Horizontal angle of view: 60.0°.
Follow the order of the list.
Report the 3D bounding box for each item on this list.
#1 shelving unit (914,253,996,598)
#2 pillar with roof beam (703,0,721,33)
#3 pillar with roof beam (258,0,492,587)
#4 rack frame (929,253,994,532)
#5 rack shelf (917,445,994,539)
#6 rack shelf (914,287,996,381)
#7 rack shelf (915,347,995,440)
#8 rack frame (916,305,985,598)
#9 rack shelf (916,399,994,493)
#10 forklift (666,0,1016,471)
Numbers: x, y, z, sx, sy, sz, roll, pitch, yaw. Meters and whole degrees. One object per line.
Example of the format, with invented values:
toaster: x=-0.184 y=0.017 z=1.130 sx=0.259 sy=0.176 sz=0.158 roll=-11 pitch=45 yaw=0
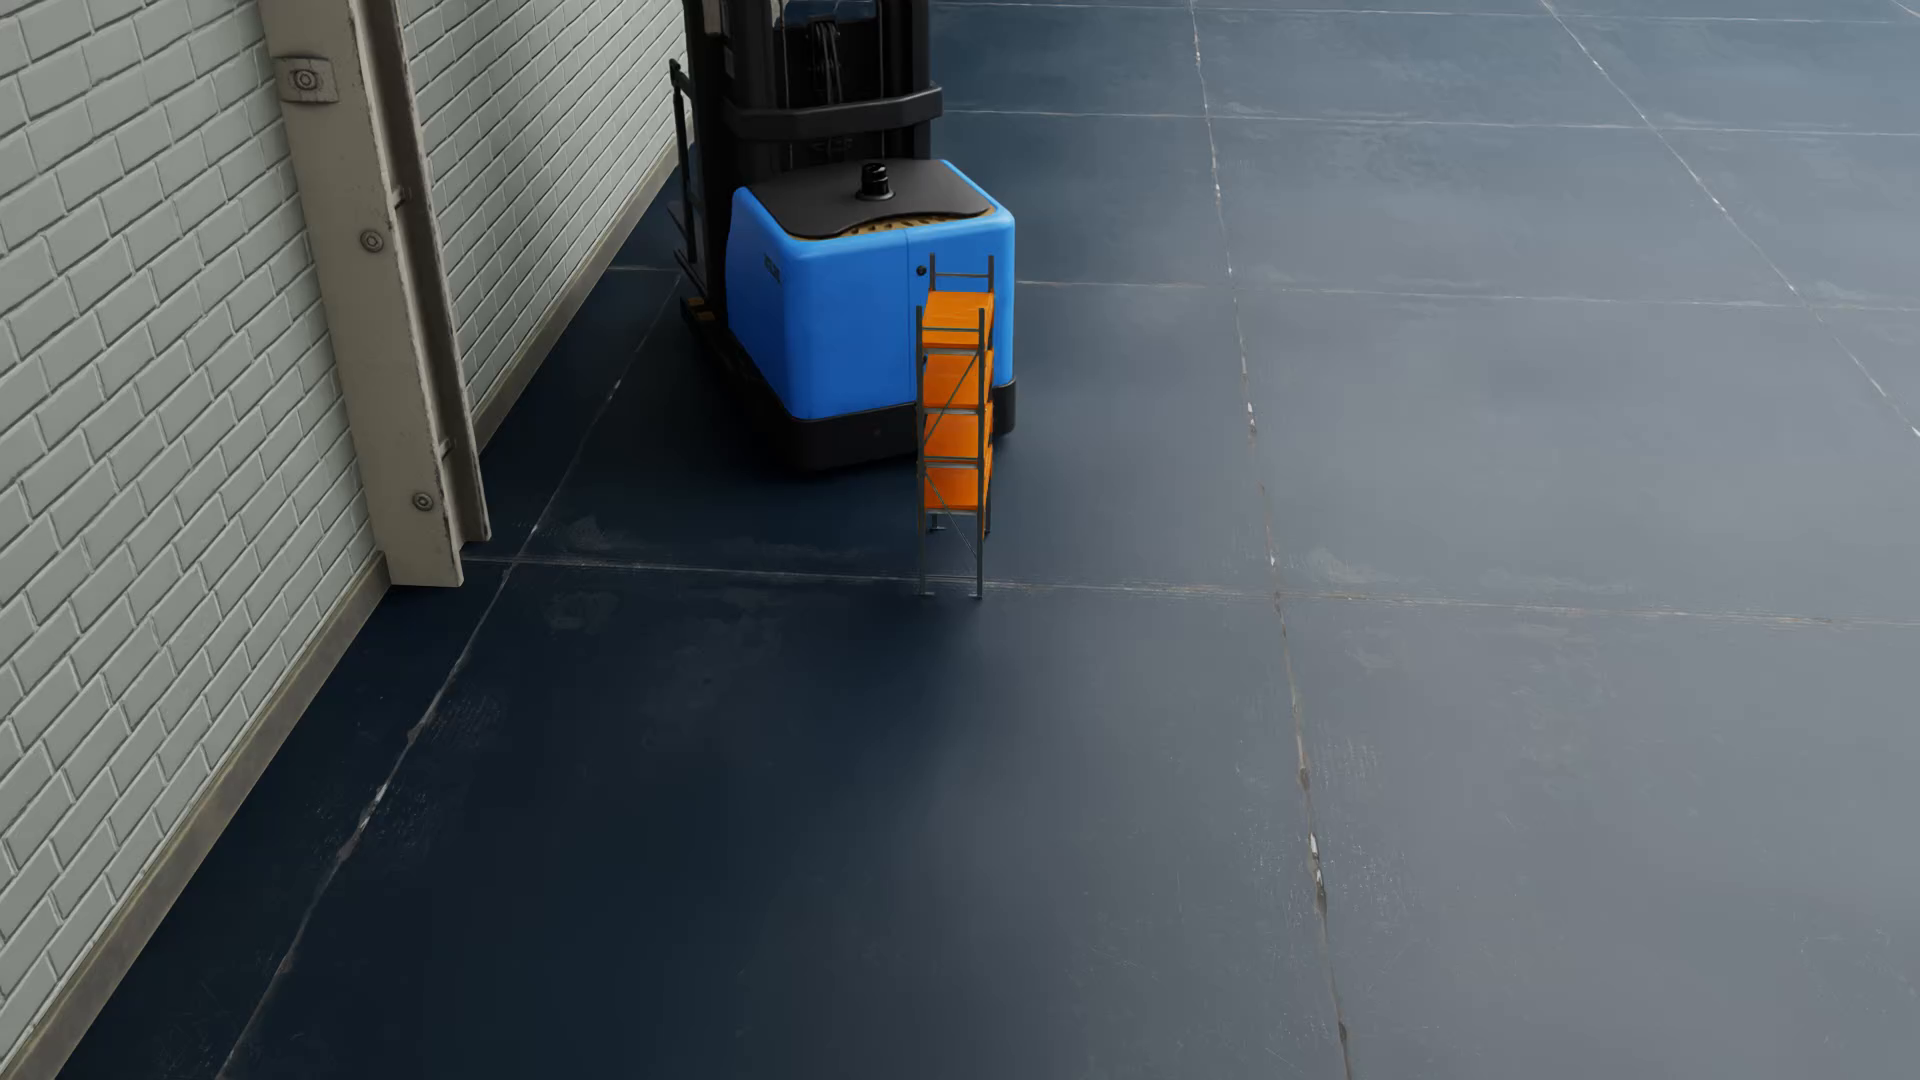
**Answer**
shelving unit: x=-0.013 y=-0.424 z=6.295 sx=0.258 sy=1.200 sz=0.503 roll=2 pitch=32 yaw=4
pillar with roof beam: x=2.699 y=-6.712 z=9.064 sx=9.100 sy=9.000 sz=0.400 roll=2 pitch=32 yaw=4
pillar with roof beam: x=2.211 y=-3.575 z=3.973 sx=9.100 sy=9.000 sz=0.400 roll=2 pitch=32 yaw=4
rack frame: x=0.006 y=-0.552 z=6.502 sx=0.240 sy=1.200 sz=0.015 roll=2 pitch=32 yaw=4
rack shelf: x=-0.013 y=-0.198 z=6.434 sx=0.258 sy=0.148 sz=0.480 roll=2 pitch=32 yaw=4
rack shelf: x=-0.013 y=-0.759 z=6.089 sx=0.258 sy=0.148 sz=0.480 roll=2 pitch=32 yaw=4
rack shelf: x=-0.013 y=-0.557 z=6.213 sx=0.258 sy=0.148 sz=0.480 roll=2 pitch=32 yaw=4
rack frame: x=-0.033 y=-0.297 z=6.088 sx=0.240 sy=1.200 sz=0.015 roll=2 pitch=32 yaw=4
rack shelf: x=-0.013 y=-0.367 z=6.330 sx=0.258 sy=0.148 sz=0.480 roll=2 pitch=32 yaw=4
forklift: x=-0.779 y=-2.302 z=7.692 sx=1.130 sy=2.935 sz=3.031 roll=-12 pitch=34 yaw=-19
